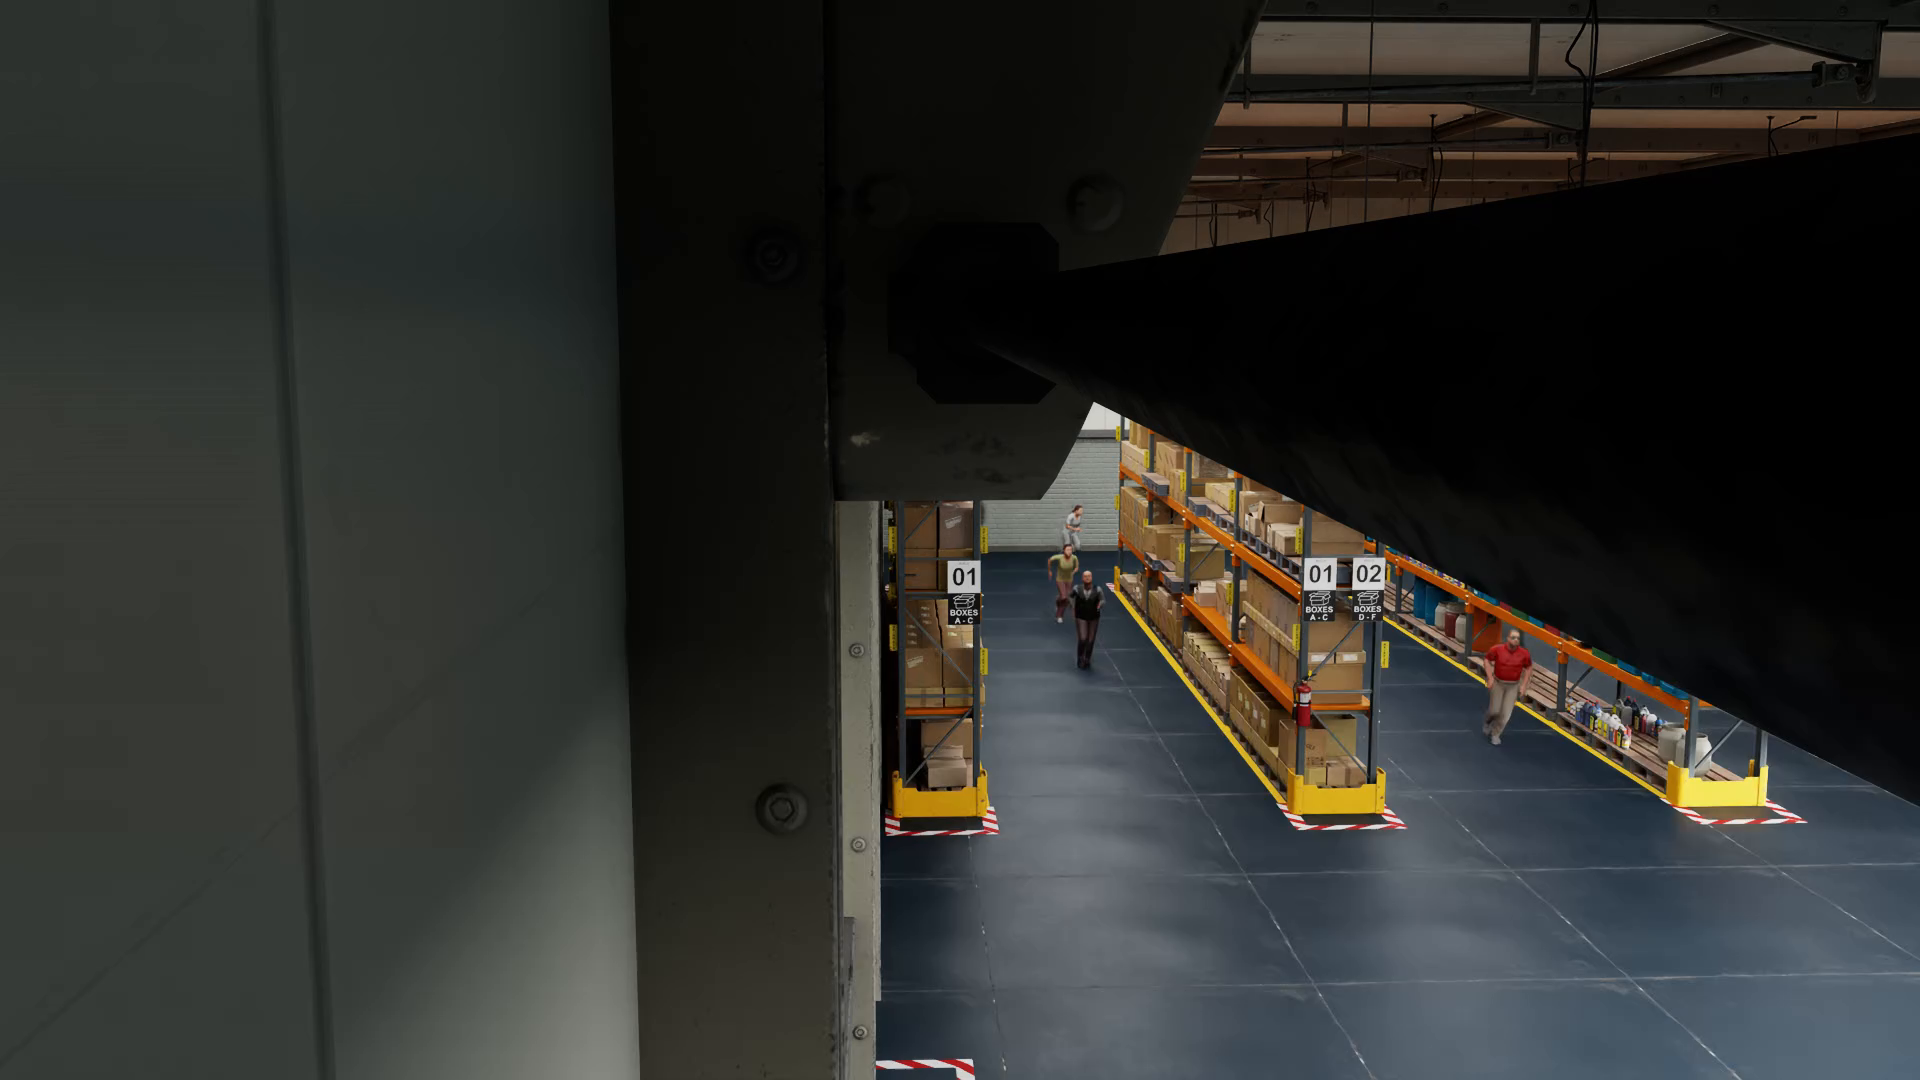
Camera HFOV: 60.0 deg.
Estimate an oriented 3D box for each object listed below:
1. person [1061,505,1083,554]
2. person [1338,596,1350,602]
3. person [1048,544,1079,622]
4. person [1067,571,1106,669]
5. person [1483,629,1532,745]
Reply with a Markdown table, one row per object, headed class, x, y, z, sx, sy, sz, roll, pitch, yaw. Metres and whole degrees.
| class | x | y | z | sx | sy | sz | roll | pitch | yaw |
| --- | --- | --- | --- | --- | --- | --- | --- | --- | --- |
| person | 2.701 | -0.121 | 39.734 | 0.801 | 1.498 | 0.597 | 8 | 12 | 44 |
| person | 7.523 | 0.802 | 32.479 | 0.684 | 1.705 | 0.801 | 1 | 8 | 5 |
| person | 2.059 | 0.848 | 32.713 | 0.566 | 1.595 | 0.674 | -3 | 9 | -19 |
| person | 2.187 | 1.384 | 28.604 | 0.662 | 1.707 | 0.693 | 0 | 8 | -3 |
| person | 7.861 | 2.126 | 23.903 | 0.661 | 1.600 | 0.550 | 2 | 8 | 11 |
